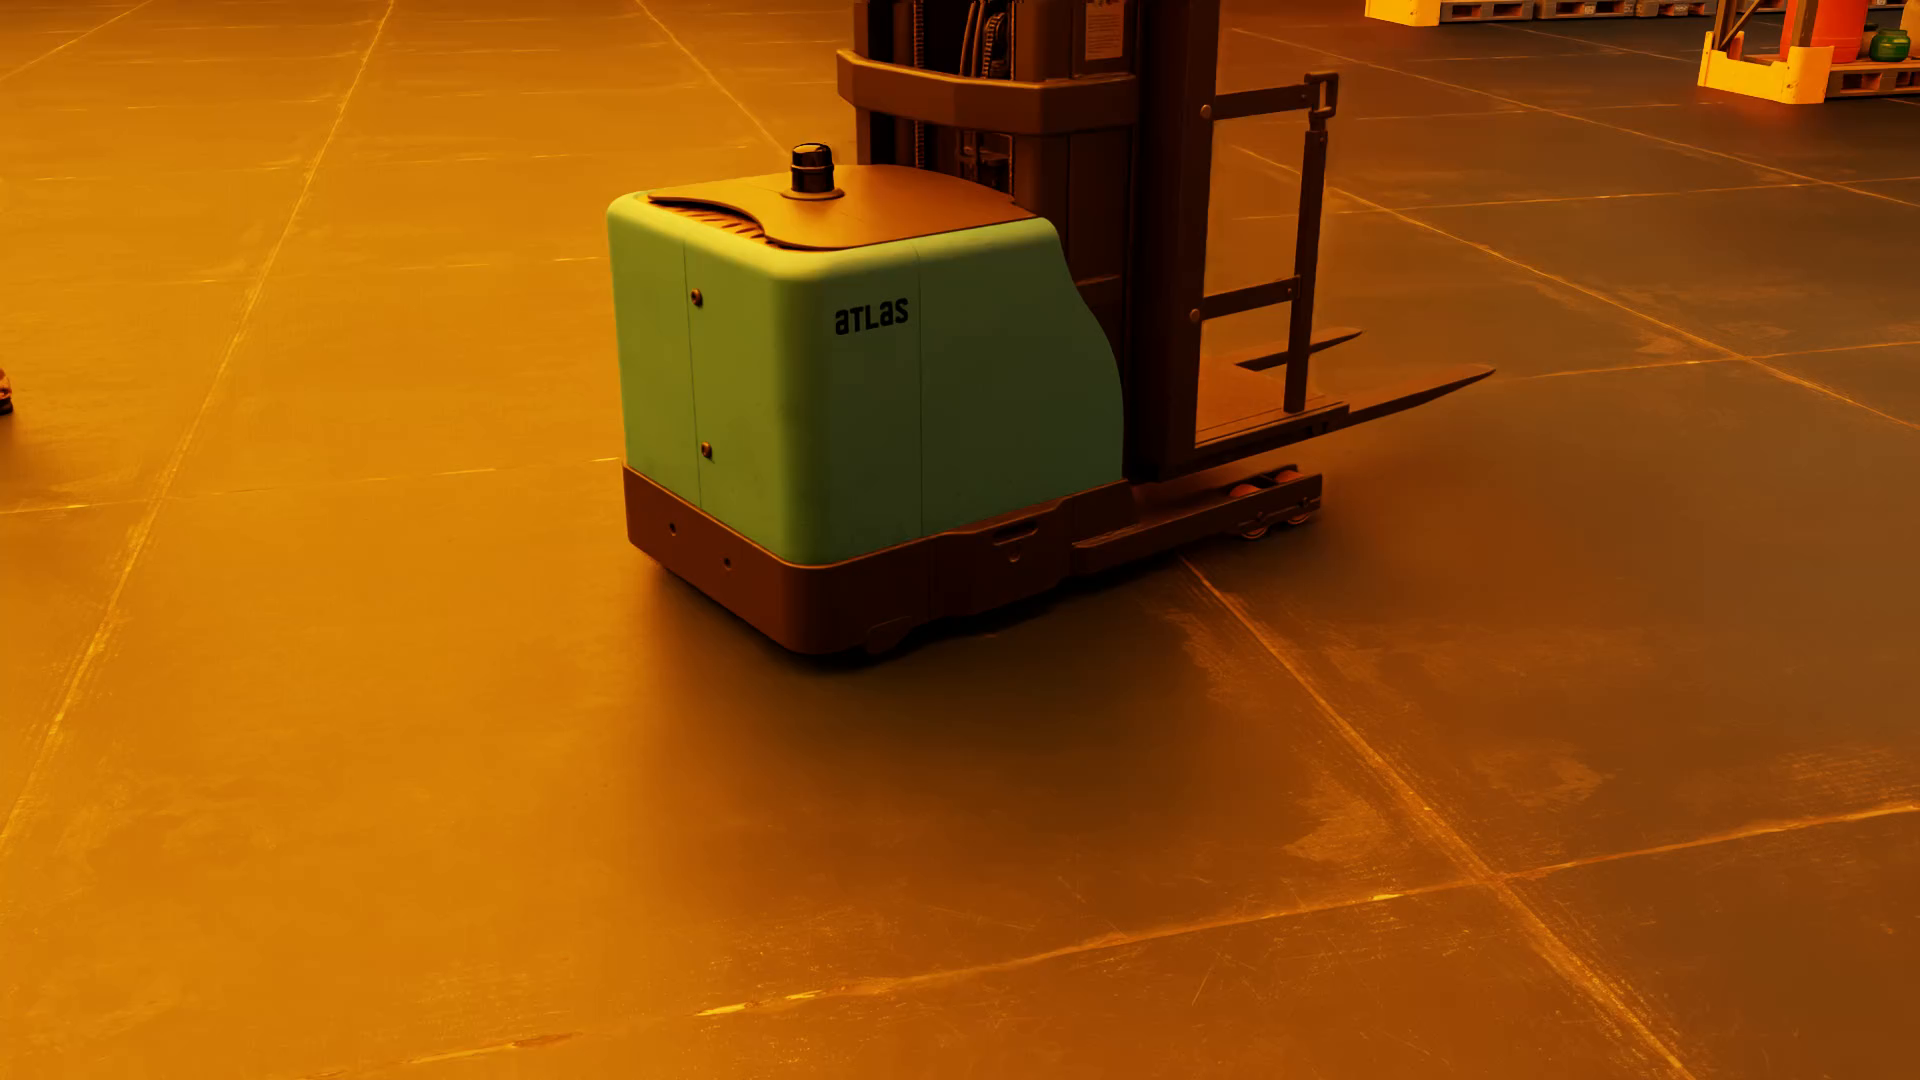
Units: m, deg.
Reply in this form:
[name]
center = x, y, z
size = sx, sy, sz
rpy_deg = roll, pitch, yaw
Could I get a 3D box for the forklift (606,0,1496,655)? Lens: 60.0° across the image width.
[forklift]
center = 0.504, -1.499, 4.832
size = 3.031, 2.935, 1.130
rpy_deg = -17, 28, -34

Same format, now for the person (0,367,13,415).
[person]
center = -3.702, -1.230, 5.768
size = 0.474, 1.702, 0.667
rpy_deg = 1, 23, 1
